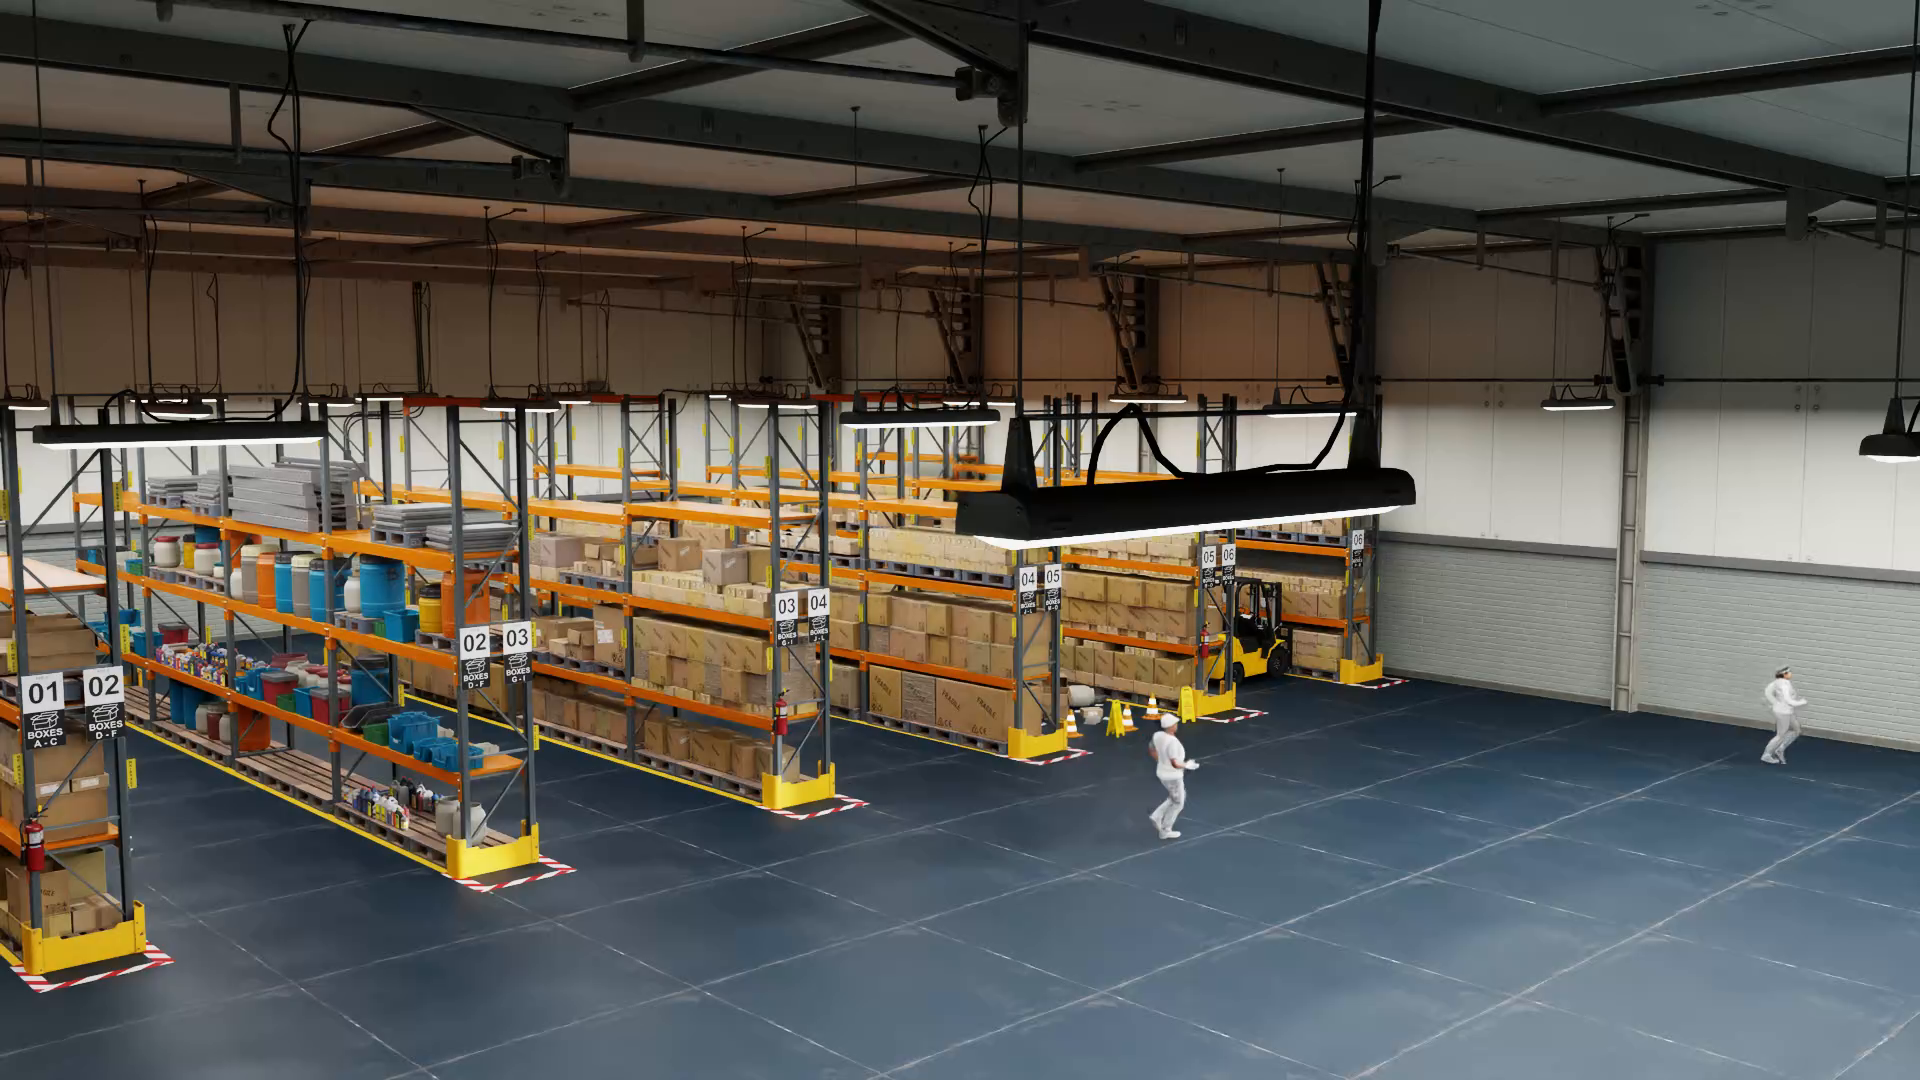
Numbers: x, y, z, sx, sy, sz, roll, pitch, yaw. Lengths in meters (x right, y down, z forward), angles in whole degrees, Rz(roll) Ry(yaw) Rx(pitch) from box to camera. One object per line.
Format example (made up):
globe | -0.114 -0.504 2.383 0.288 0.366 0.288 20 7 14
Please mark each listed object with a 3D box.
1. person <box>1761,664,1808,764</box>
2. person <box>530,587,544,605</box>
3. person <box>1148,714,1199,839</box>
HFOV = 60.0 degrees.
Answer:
person | 13.529 2.853 27.277 0.661 1.685 0.583 2 6 17
person | -10.440 1.556 40.789 0.709 1.695 0.525 5 8 44
person | 2.939 3.244 22.921 0.599 1.736 0.672 -1 6 -15
